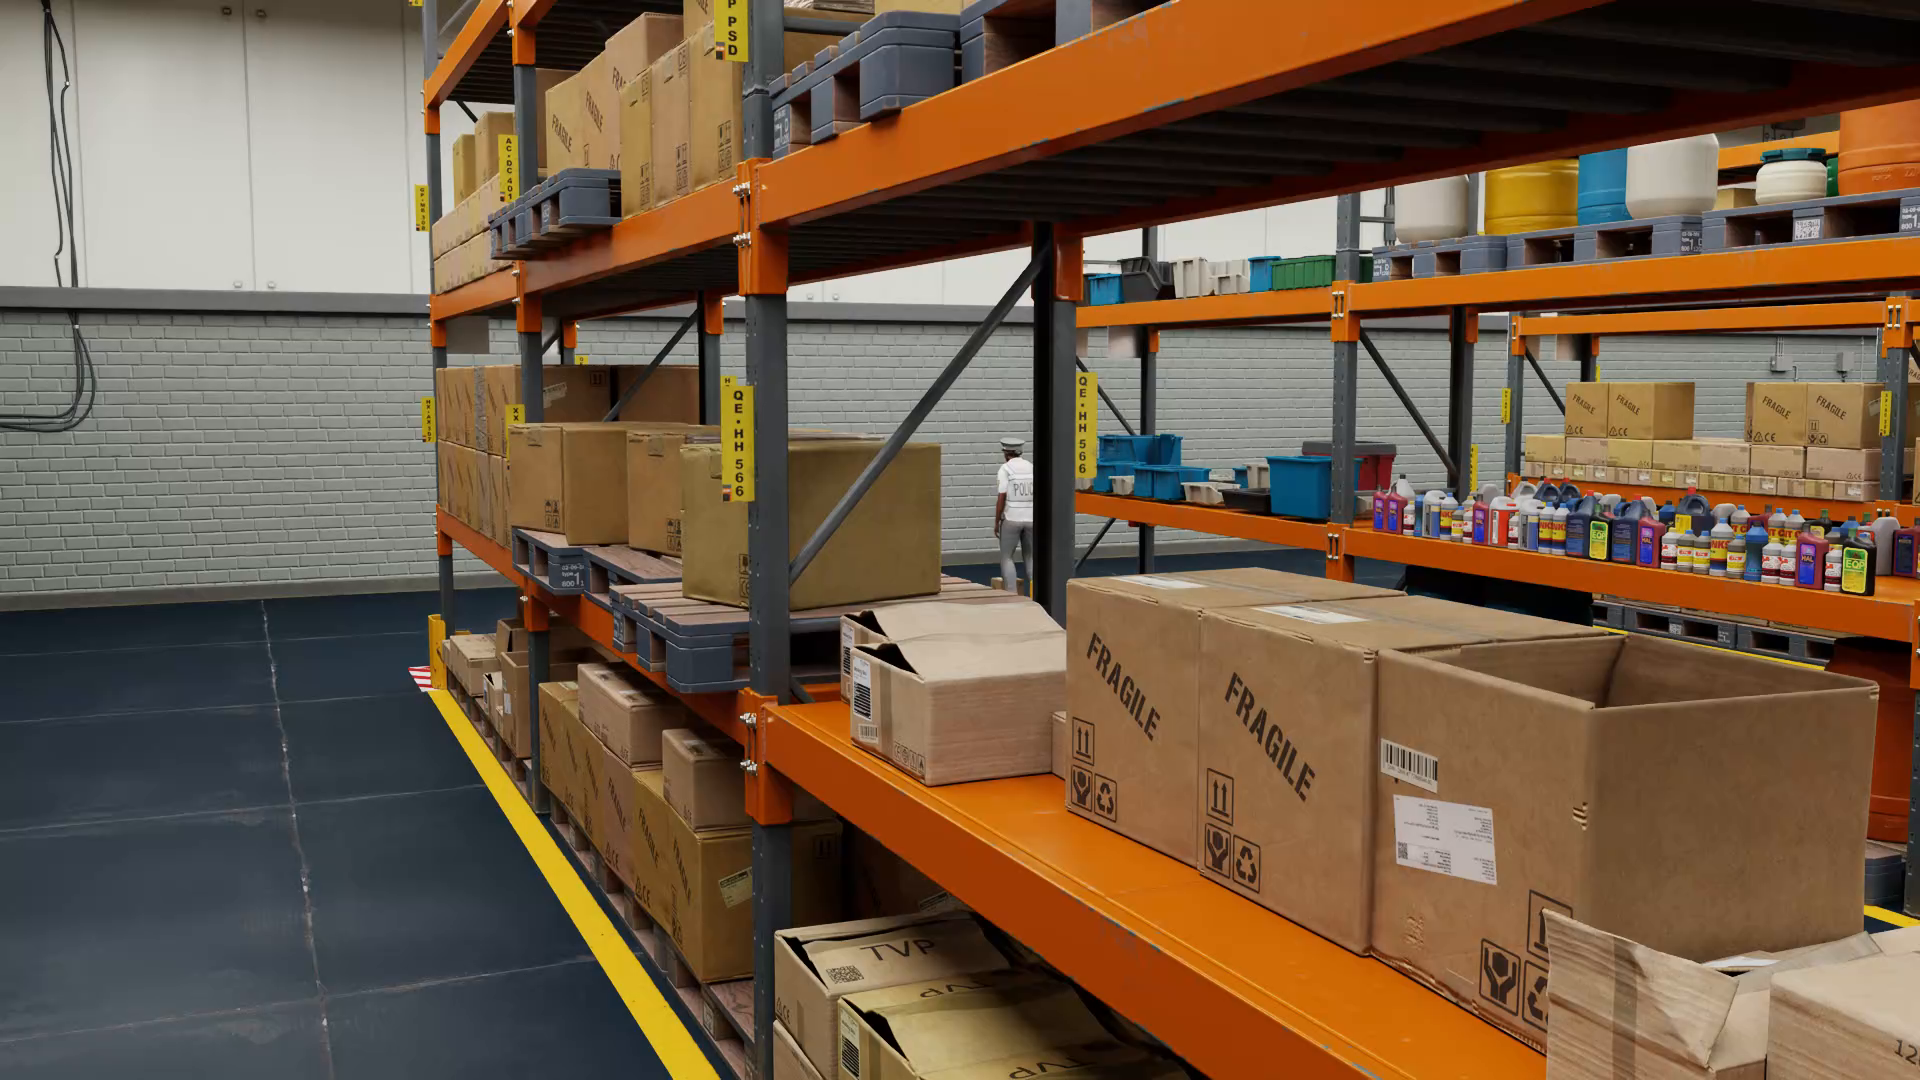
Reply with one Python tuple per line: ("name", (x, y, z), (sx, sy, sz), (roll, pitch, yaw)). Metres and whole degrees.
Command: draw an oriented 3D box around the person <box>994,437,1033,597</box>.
("person", (0.572, -0.171, 16.274), (0.531, 1.661, 0.397), (-3, 6, -27))
